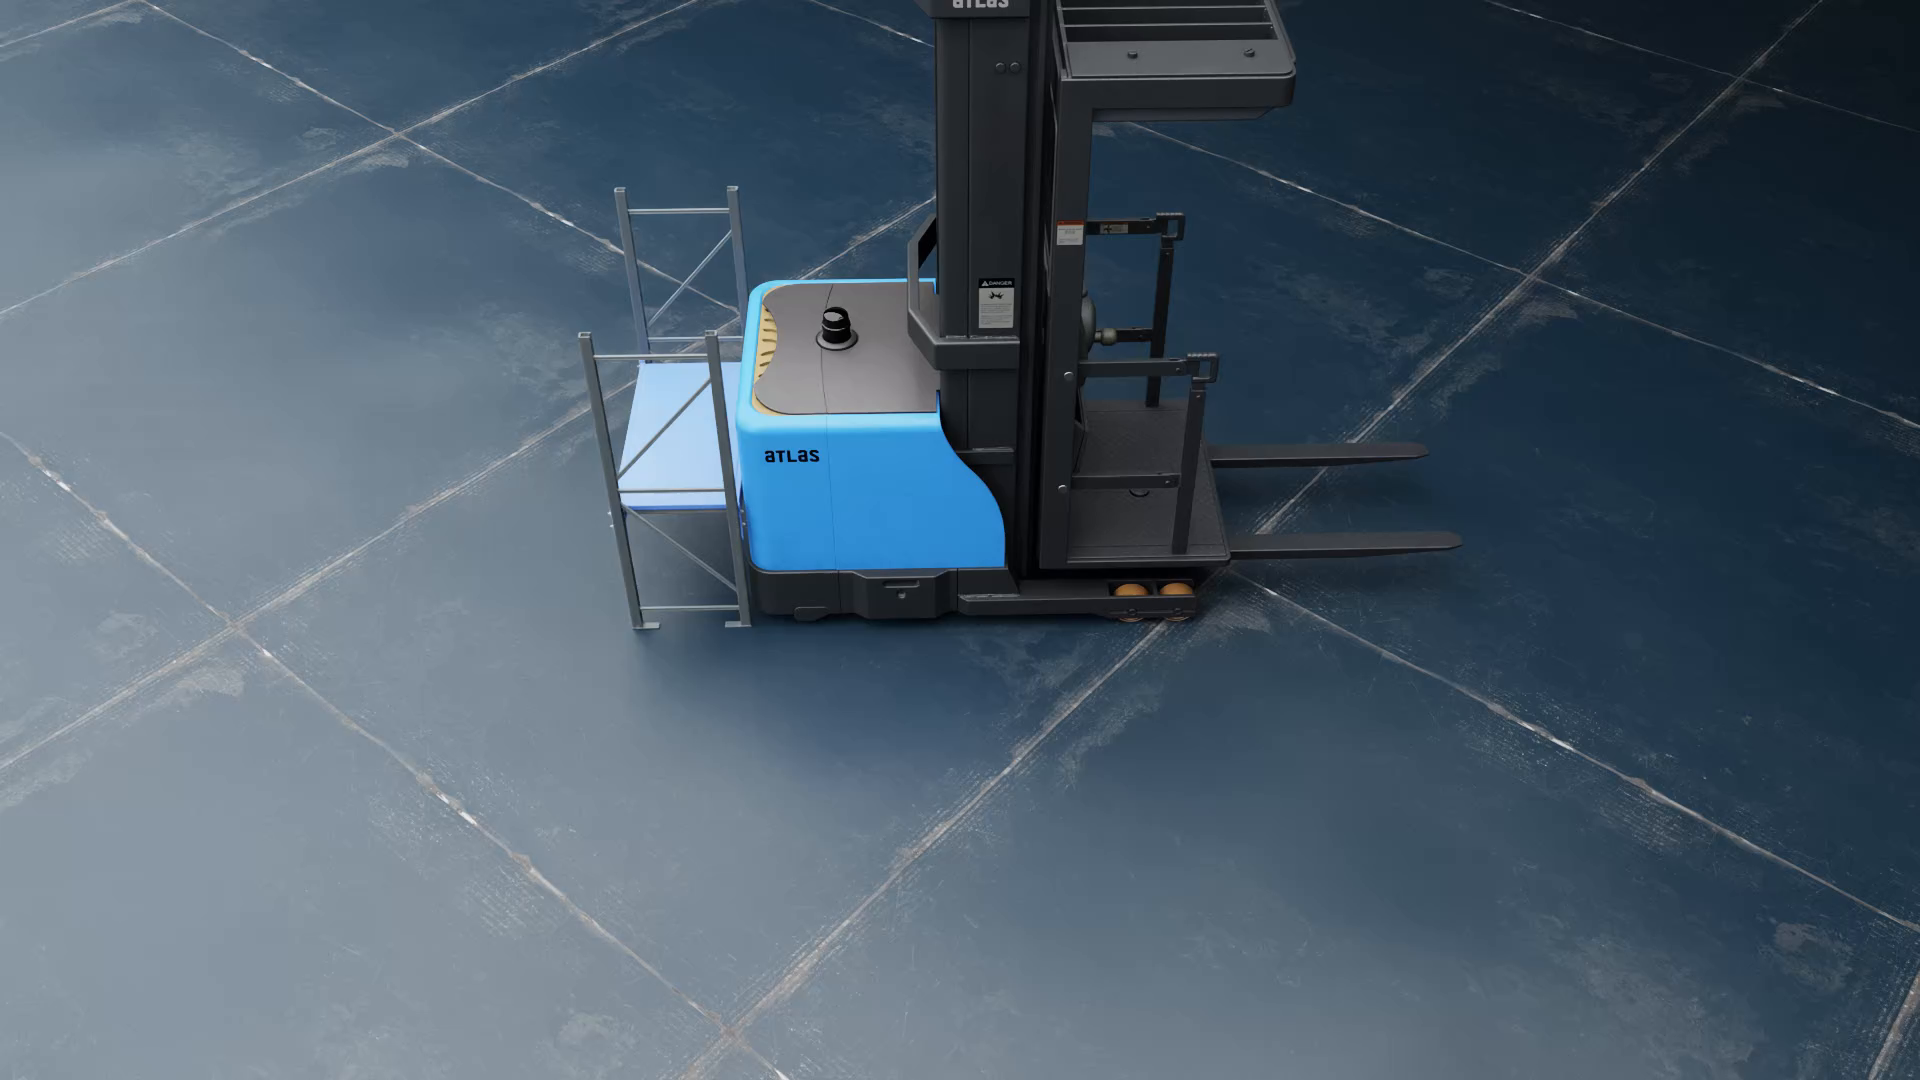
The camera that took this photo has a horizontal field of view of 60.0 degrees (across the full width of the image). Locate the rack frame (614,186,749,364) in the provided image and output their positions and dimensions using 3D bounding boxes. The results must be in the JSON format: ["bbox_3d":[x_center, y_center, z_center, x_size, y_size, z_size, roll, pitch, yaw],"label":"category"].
[{"bbox_3d":[-1.157,-0.876,7.280,0.500,1.500,0.032,-1,42,-1],"label":"rack frame"}]

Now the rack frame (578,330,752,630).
[{"bbox_3d":[-1.131,-0.192,6.528,0.500,1.500,0.032,-1,42,-1],"label":"rack frame"}]

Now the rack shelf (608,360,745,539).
[{"bbox_3d":[-1.144,-0.401,7.025,0.538,0.185,1.000,-1,42,-1],"label":"rack shelf"}]

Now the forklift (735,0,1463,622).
[{"bbox_3d":[0.622,-1.096,6.459,3.031,2.935,1.130,-1,42,-1],"label":"forklift"}]

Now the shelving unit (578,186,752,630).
[{"bbox_3d":[-1.144,-0.534,6.904,0.538,1.500,1.048,-1,42,-1],"label":"shelving unit"}]
